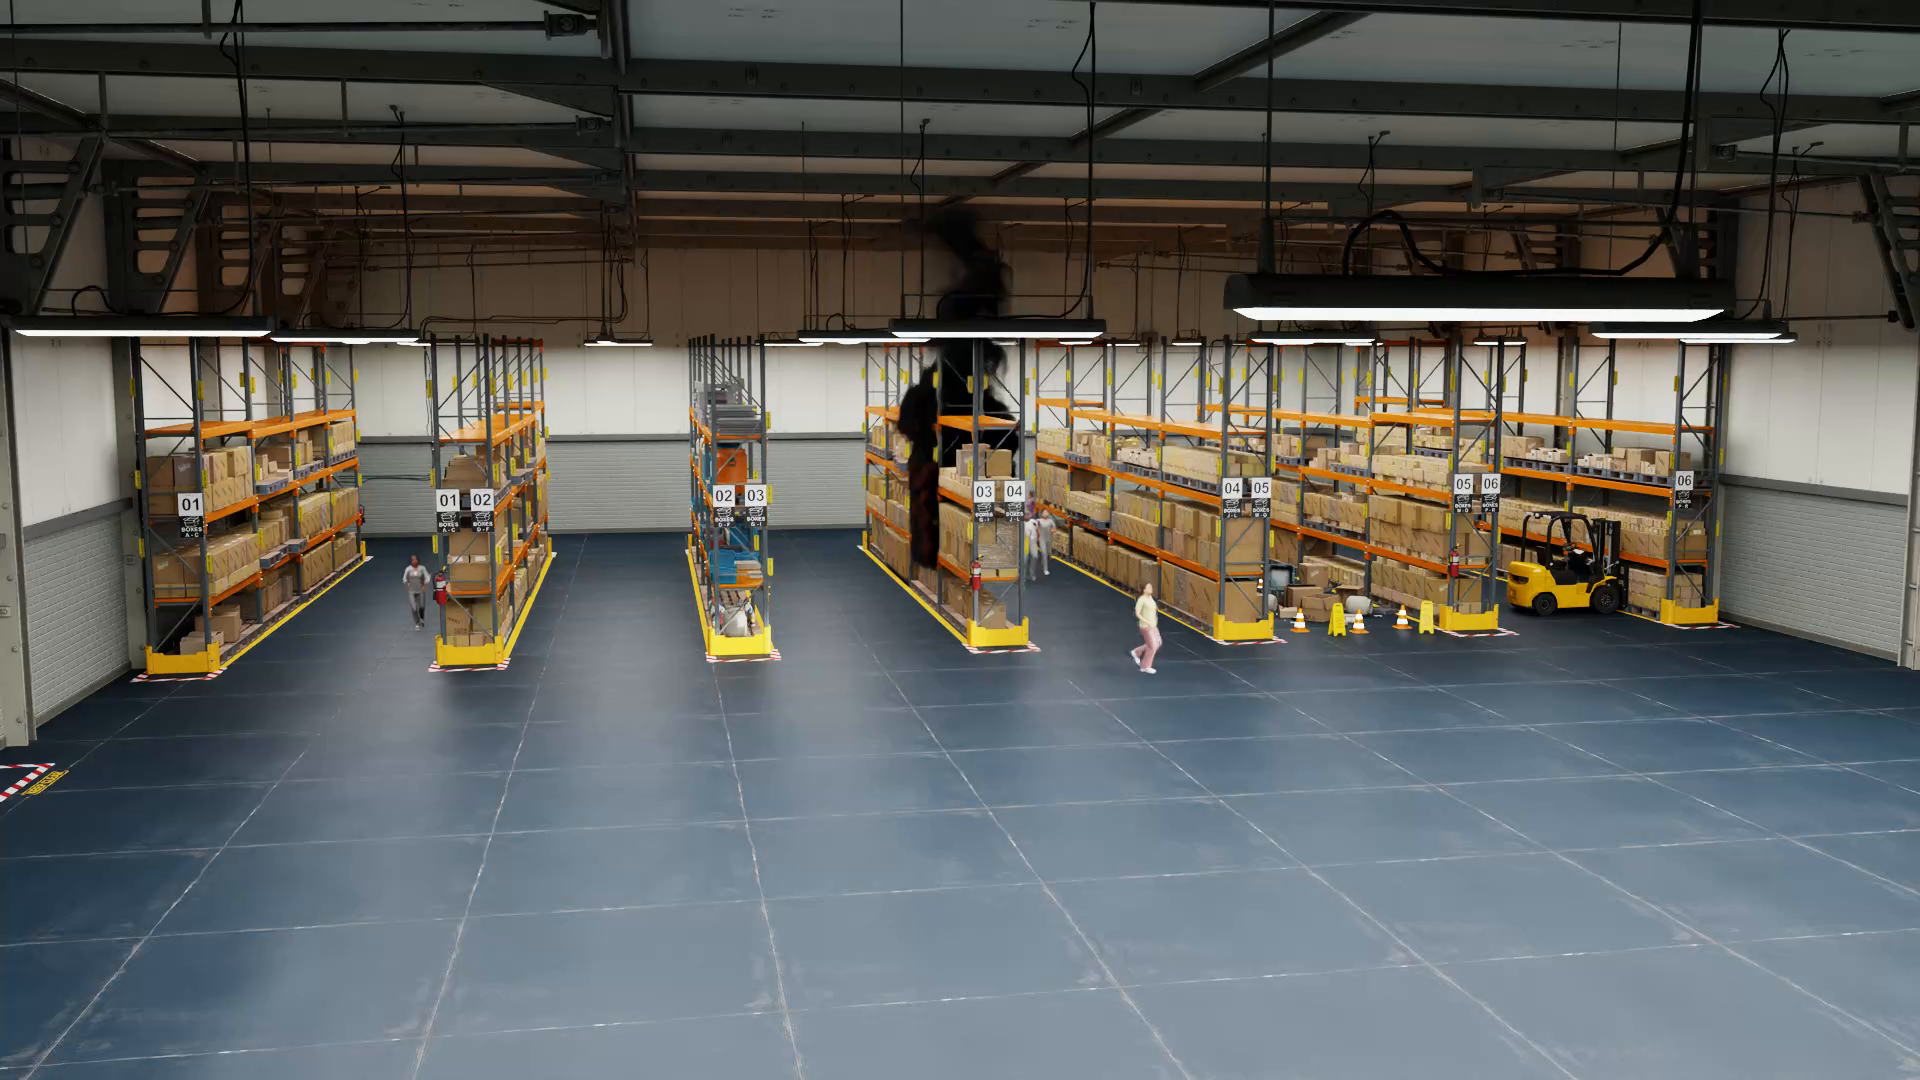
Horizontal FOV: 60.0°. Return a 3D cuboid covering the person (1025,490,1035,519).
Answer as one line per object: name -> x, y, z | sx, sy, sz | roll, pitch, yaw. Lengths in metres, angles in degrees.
person -> 2.031, -0.709, 49.482 | 0.523, 1.537, 0.582 | -3, 7, -23

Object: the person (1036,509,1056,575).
person -> 2.173, 0.019, 42.434 | 0.570, 1.646, 0.914 | -1, 7, -11

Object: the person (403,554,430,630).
person -> -11.047, 1.076, 33.803 | 0.526, 1.556, 0.536 | -2, 7, -16

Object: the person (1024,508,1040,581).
person -> 1.713, 0.121, 41.531 | 0.670, 1.823, 0.773 | -1, 7, -10

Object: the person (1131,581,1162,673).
person -> 3.297, 1.540, 29.557 | 0.547, 1.636, 0.580 | 4, 8, 30
